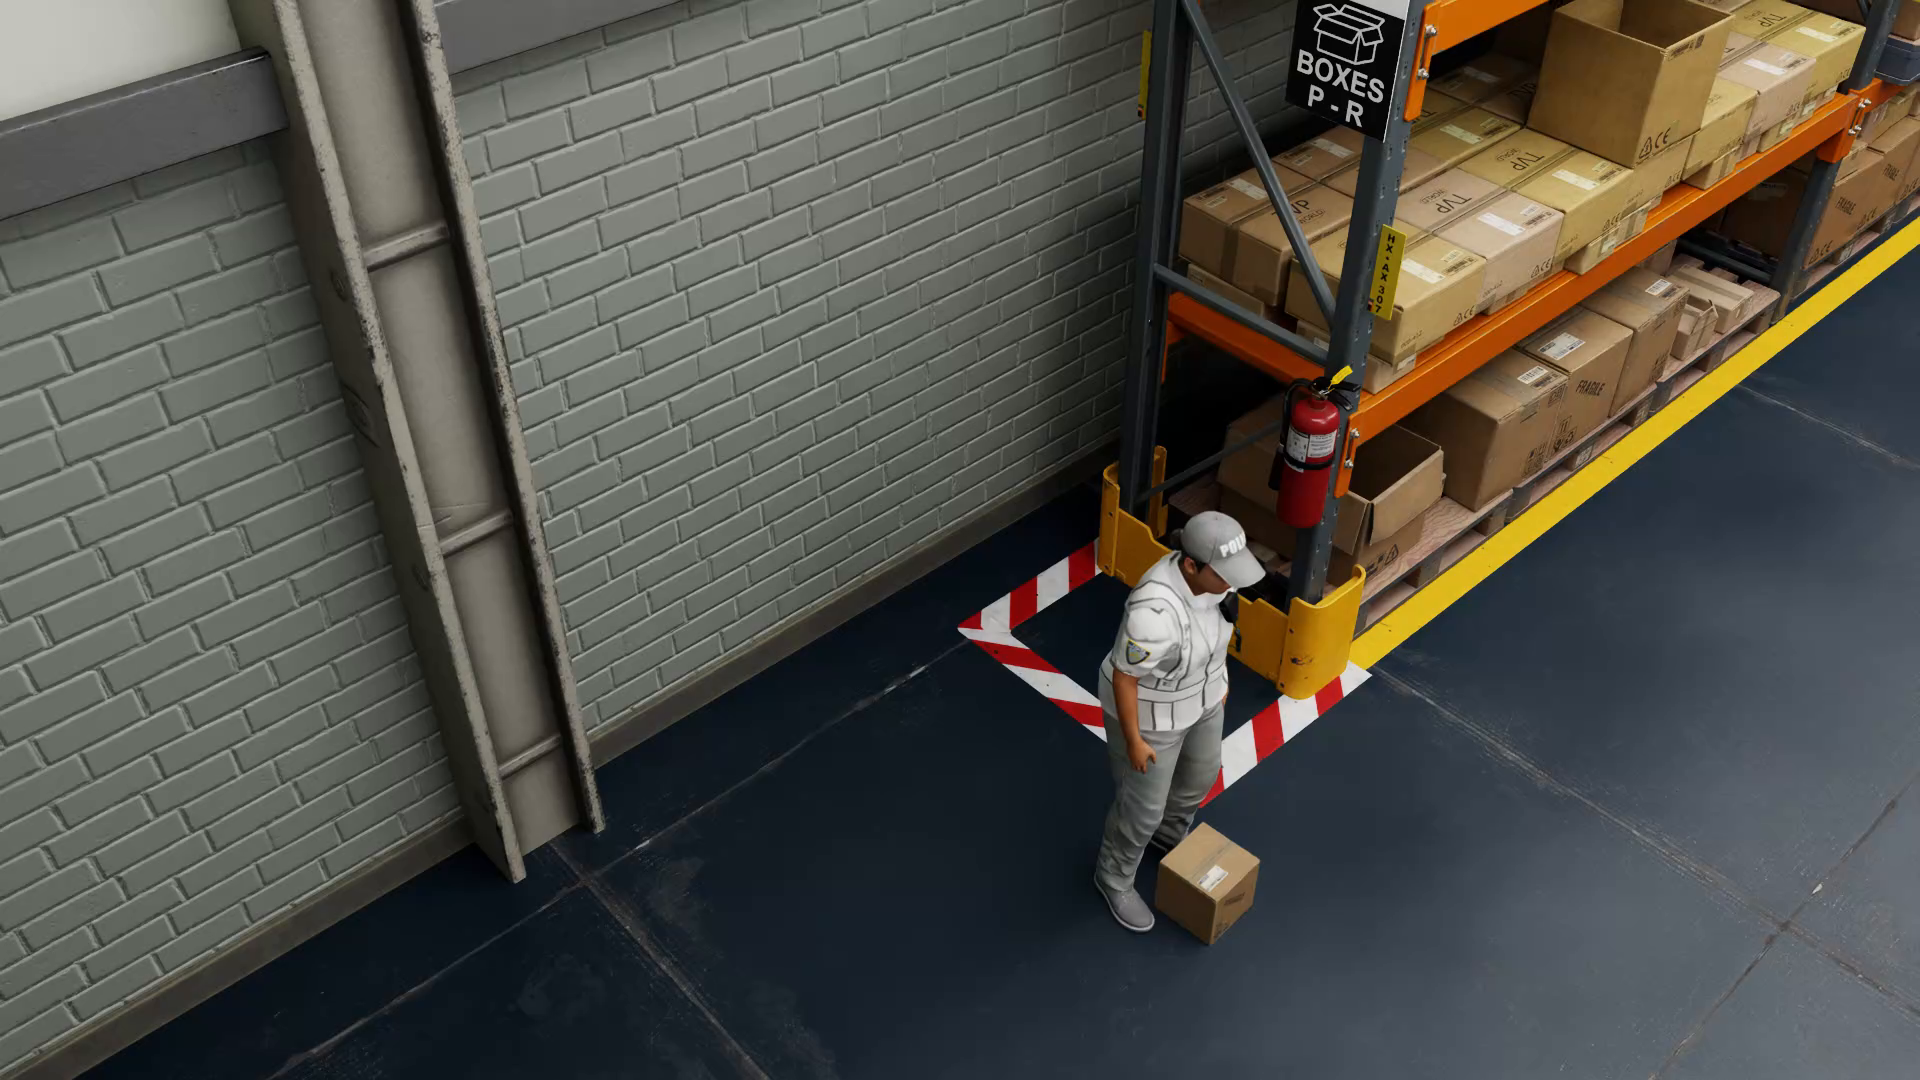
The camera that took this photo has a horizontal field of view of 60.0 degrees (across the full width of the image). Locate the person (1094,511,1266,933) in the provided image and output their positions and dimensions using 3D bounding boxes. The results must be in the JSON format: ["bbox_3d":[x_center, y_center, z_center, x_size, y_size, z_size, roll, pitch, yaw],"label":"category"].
[{"bbox_3d":[0.703,0.561,5.484,0.540,1.666,0.464,-32,50,-32],"label":"person"}]
